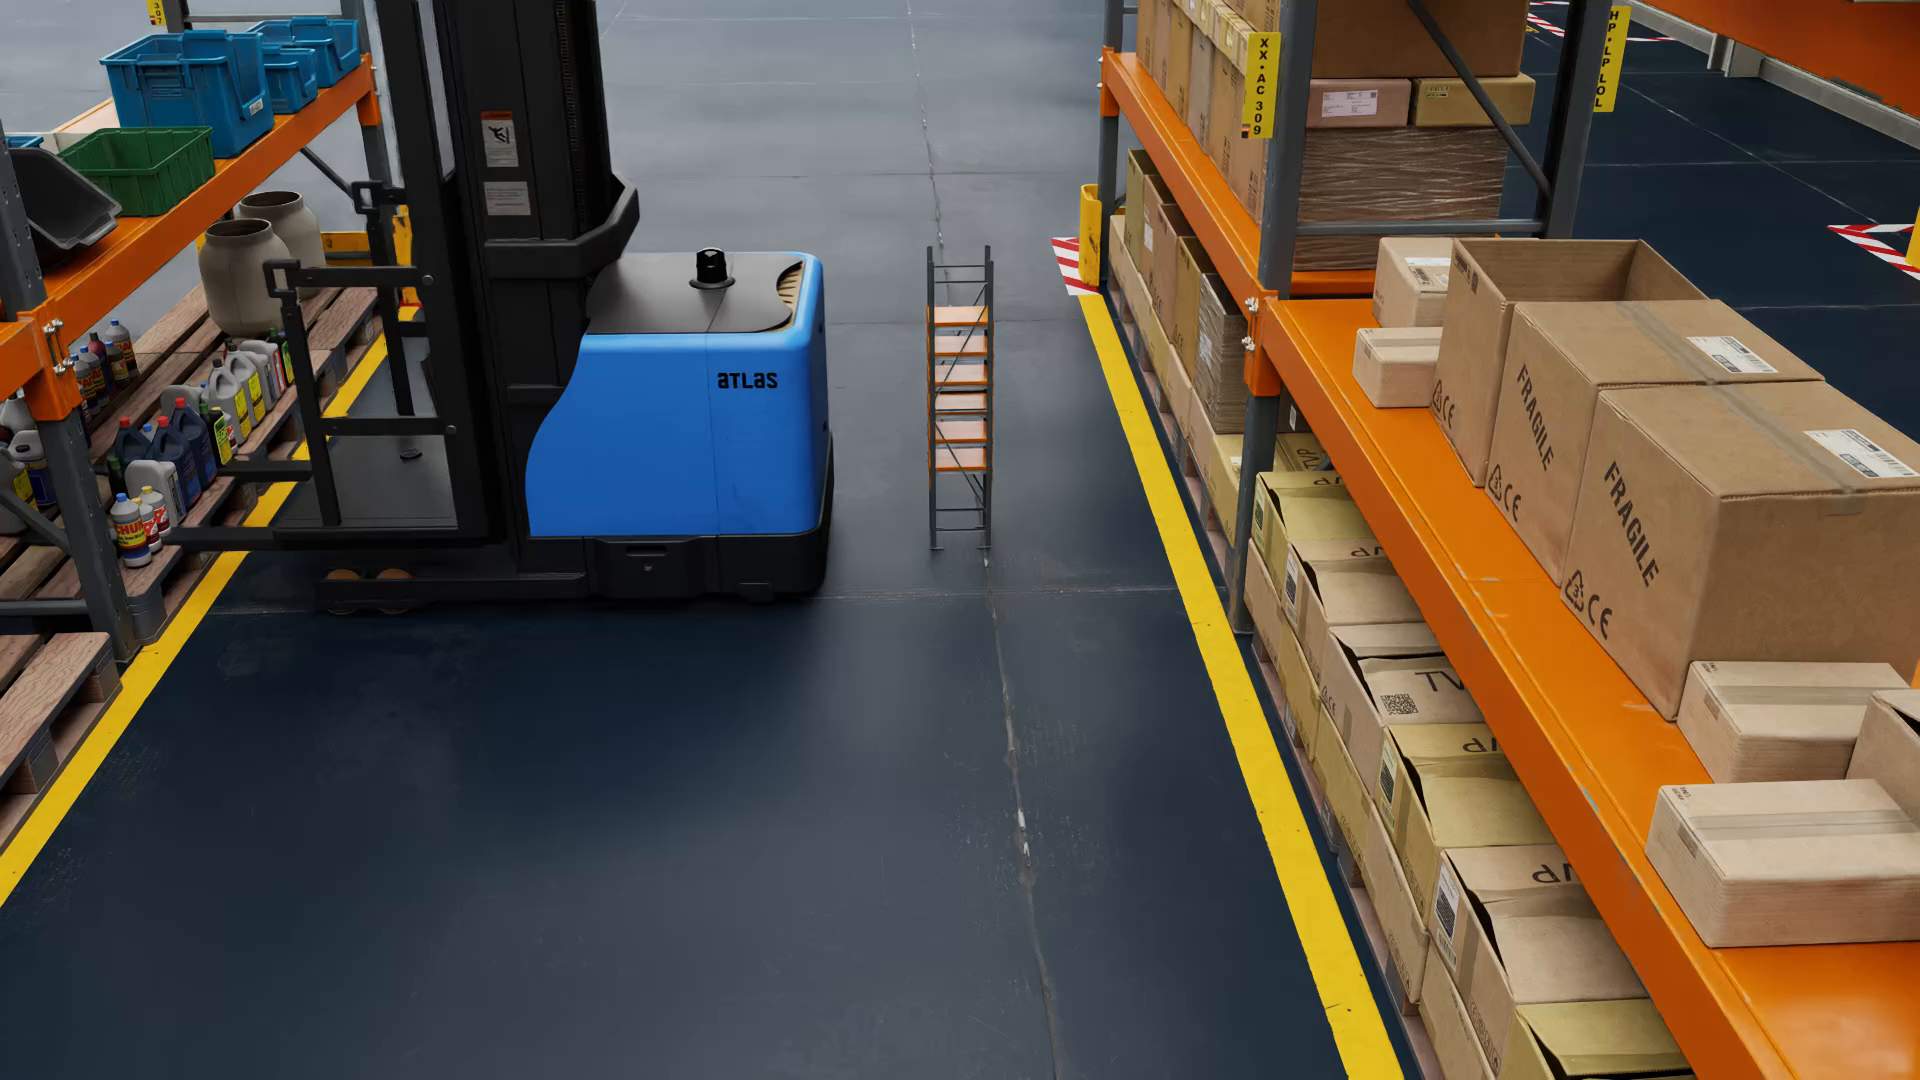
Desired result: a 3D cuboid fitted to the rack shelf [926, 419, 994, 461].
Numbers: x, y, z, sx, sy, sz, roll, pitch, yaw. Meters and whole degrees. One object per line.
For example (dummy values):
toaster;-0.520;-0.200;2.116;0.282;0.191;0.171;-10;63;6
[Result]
rack shelf;-0.001;-0.393;6.561;0.258;0.103;0.180;-1;28;-3

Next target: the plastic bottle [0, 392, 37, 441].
plastic bottle;-3.798;-0.449;6.755;0.144;0.351;0.185;-2;28;-3

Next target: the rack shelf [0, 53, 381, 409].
rack shelf;-3.554;-1.505;7.169;1.077;0.370;4.000;-1;28;-3

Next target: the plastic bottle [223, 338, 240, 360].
plastic bottle;-3.246;-0.780;7.464;0.061;0.283;0.133;-1;28;-3

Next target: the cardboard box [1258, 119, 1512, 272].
cardboard box;1.467;-1.267;5.827;0.700;0.500;0.500;-2;28;-4

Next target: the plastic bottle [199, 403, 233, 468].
plastic bottle;-3.055;-0.438;6.807;0.061;0.283;0.133;0;28;0

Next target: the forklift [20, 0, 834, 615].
forklift;-2.039;-1.268;6.012;3.031;2.935;1.130;-1;28;-1

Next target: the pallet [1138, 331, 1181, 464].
pallet;1.430;-0.715;7.892;1.003;0.211;1.213;-1;28;-3

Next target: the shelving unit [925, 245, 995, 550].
shelving unit;-0.001;-0.539;6.485;0.258;1.200;0.189;-1;28;-3

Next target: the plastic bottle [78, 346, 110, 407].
plastic bottle;-3.857;-0.729;7.380;0.097;0.271;0.097;0;28;0

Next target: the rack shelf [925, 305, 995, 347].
rack shelf;-0.001;-0.818;6.339;0.258;0.103;0.180;-1;28;-3

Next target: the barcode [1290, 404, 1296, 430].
barcode;1.094;-0.402;5.467;0.001;0.075;0.075;-1;28;-3

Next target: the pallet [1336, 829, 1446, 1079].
pallet;1.641;1.123;4.369;1.003;0.211;1.213;-1;28;-3

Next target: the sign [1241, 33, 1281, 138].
sign;0.943;-1.423;5.212;0.100;0.325;0.005;-1;28;-3

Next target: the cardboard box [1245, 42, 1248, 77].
cardboard box;1.242;-1.705;5.966;0.380;0.149;0.250;-2;28;-4

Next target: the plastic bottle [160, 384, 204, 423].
plastic bottle;-3.256;-0.538;7.008;0.152;0.276;0.135;-1;28;-3

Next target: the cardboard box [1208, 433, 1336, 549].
cardboard box;1.254;-0.194;6.397;0.500;0.250;0.500;-1;28;-3

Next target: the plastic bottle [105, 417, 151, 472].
plastic bottle;-3.222;-0.300;6.470;0.144;0.351;0.185;-1;28;-3

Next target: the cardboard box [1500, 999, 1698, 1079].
cardboard box;1.399;1.138;3.237;0.500;0.311;0.500;-2;28;-3

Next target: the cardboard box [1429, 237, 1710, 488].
cardboard box;1.548;-0.464;4.287;0.500;0.500;0.500;1;28;1

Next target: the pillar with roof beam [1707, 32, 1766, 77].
pillar with roof beam;2.523;-8.011;12.378;9.100;9.000;0.400;-1;28;-3

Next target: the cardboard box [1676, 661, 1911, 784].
cardboard box;1.583;0.353;3.101;0.380;0.149;0.250;1;28;1

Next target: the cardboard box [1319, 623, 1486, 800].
cardboard box;1.319;0.434;4.588;0.500;0.311;0.500;-2;28;-4

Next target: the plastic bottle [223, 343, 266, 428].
plastic bottle;-3.119;-0.673;7.185;0.144;0.351;0.185;0;28;-1

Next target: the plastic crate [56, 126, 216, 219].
plastic crate;-3.239;-1.440;6.496;0.450;0.188;0.662;-1;28;-3

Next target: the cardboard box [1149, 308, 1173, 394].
cardboard box;1.171;-0.886;7.725;0.500;0.250;0.500;-1;28;-3

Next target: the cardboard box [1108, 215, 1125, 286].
cardboard box;1.094;-1.579;9.053;0.500;0.250;0.500;-1;28;-3

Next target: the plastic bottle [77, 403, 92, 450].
plastic bottle;-3.697;-0.497;6.921;0.061;0.283;0.133;-1;28;-3

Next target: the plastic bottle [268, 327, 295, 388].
plastic bottle;-3.101;-0.847;7.592;0.061;0.283;0.133;-1;28;-1

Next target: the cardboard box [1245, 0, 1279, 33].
cardboard box;1.440;-2.075;5.975;0.700;0.500;0.500;-1;28;-3

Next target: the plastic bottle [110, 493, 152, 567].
plastic bottle;-3.029;-0.043;6.063;0.097;0.271;0.097;0;28;0

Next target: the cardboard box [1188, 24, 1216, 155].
cardboard box;1.383;-1.979;7.192;0.700;0.500;0.500;-1;28;-1

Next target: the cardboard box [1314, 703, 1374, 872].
cardboard box;1.326;0.683;4.717;0.500;0.250;0.500;-2;28;-4

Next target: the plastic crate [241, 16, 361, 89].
plastic crate;-3.334;-2.457;8.379;0.499;0.251;0.616;-1;28;-3

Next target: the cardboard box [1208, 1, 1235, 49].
cardboard box;1.204;-2.057;6.640;0.380;0.149;0.250;-1;28;-1

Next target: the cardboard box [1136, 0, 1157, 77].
cardboard box;1.300;-2.693;8.563;0.700;0.500;0.500;-1;28;-3

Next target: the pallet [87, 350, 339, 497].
pallet;-3.510;-0.539;7.556;1.003;0.211;1.213;-1;28;-3

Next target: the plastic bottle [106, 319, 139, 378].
plastic bottle;-3.875;-0.888;7.683;0.097;0.271;0.097;0;28;0

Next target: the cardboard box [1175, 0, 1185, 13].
cardboard box;1.163;-2.416;7.329;0.380;0.149;0.250;-2;28;-3

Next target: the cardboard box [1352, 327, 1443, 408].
cardboard box;1.339;-0.492;4.722;0.380;0.149;0.250;-1;28;-3

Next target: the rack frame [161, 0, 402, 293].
rack frame;-3.659;-2.747;8.774;1.000;3.000;0.127;-1;28;-3

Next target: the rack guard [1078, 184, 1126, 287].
rack guard;1.287;-1.768;9.599;1.175;0.500;0.348;-1;28;-3

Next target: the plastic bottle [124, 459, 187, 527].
plastic bottle;-3.073;-0.194;6.347;0.152;0.276;0.135;0;28;-1

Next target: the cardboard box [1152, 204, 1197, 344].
cardboard box;1.169;-1.219;7.551;0.500;0.500;0.500;-1;28;-3
